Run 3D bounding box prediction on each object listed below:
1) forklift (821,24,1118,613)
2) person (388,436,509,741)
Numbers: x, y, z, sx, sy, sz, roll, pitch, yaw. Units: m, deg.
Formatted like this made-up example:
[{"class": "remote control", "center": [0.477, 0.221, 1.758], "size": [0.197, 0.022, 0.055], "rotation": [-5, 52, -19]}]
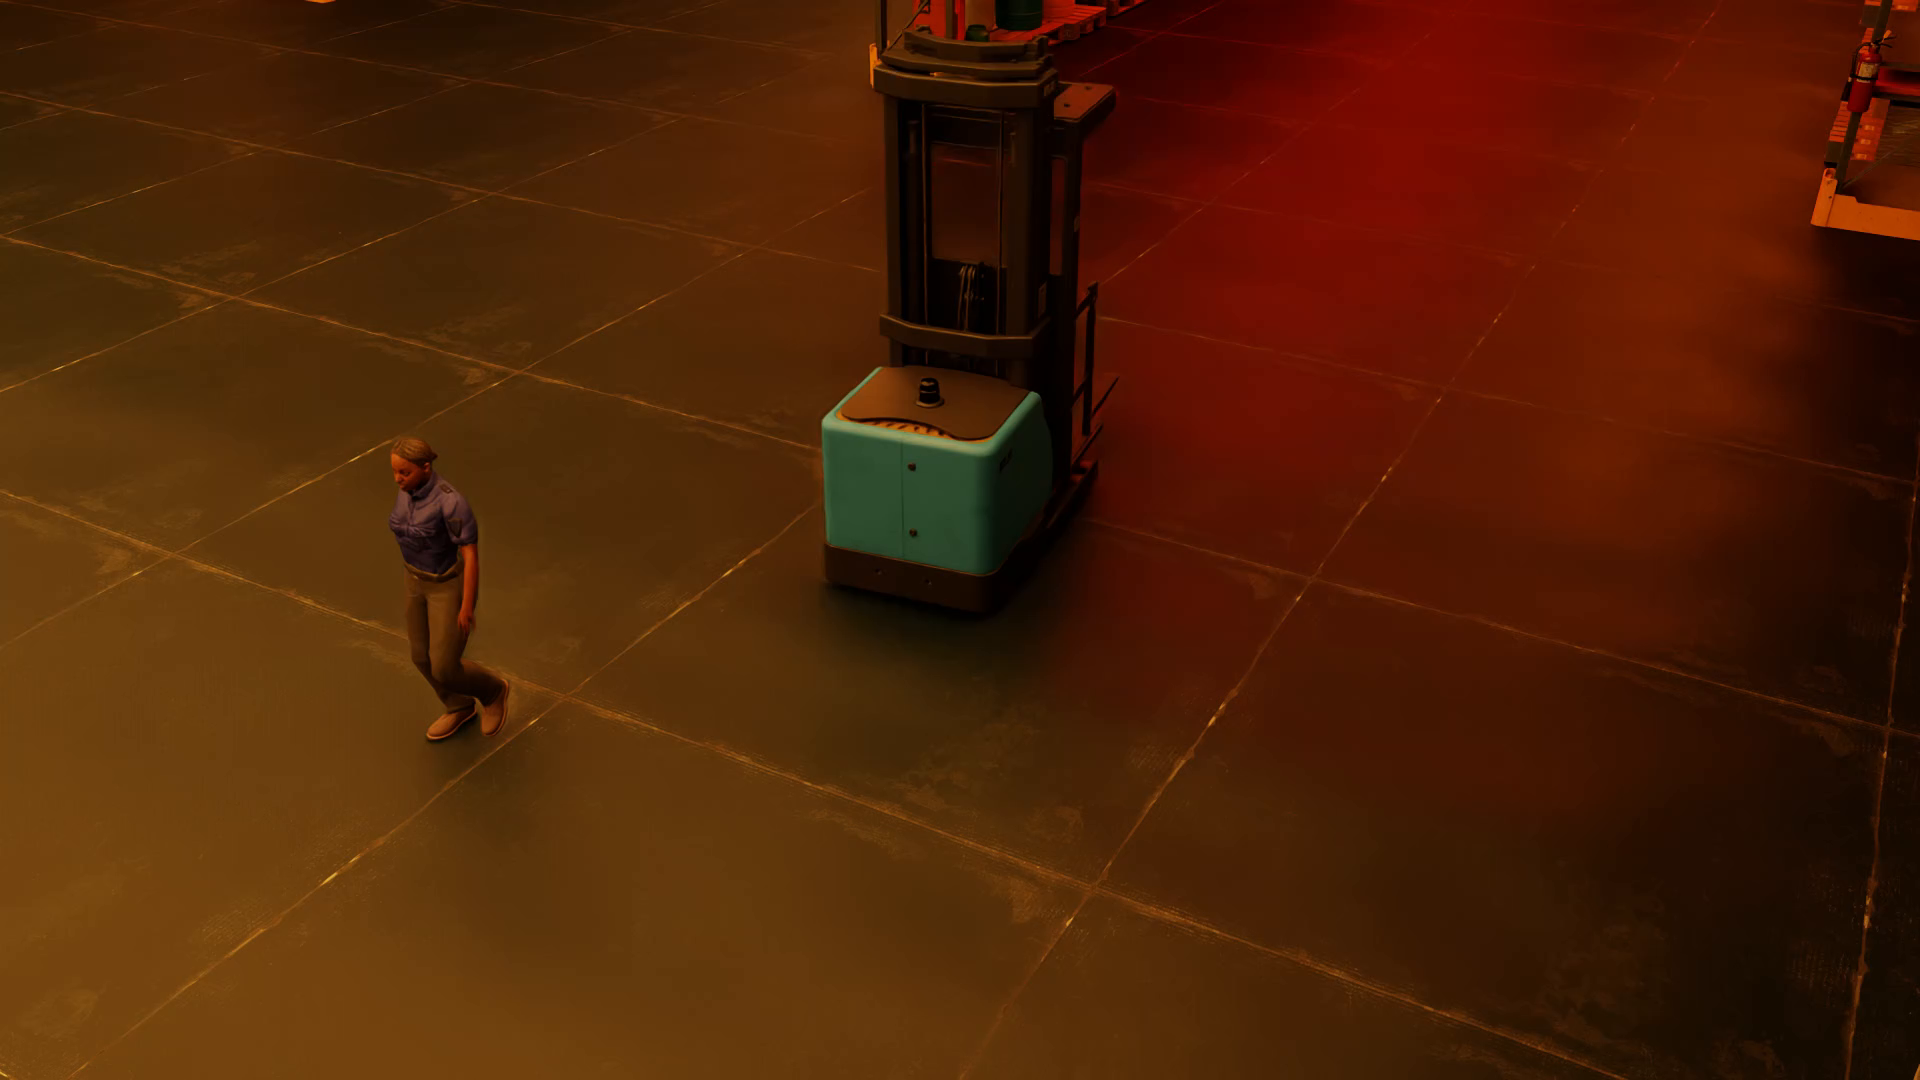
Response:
[{"class": "forklift", "center": [0.235, -1.589, 9.825], "size": [1.130, 2.935, 3.031], "rotation": [11, 32, 18]}, {"class": "person", "center": [-2.502, 0.256, 7.925], "size": [0.611, 1.639, 0.448], "rotation": [17, 34, 27]}]
